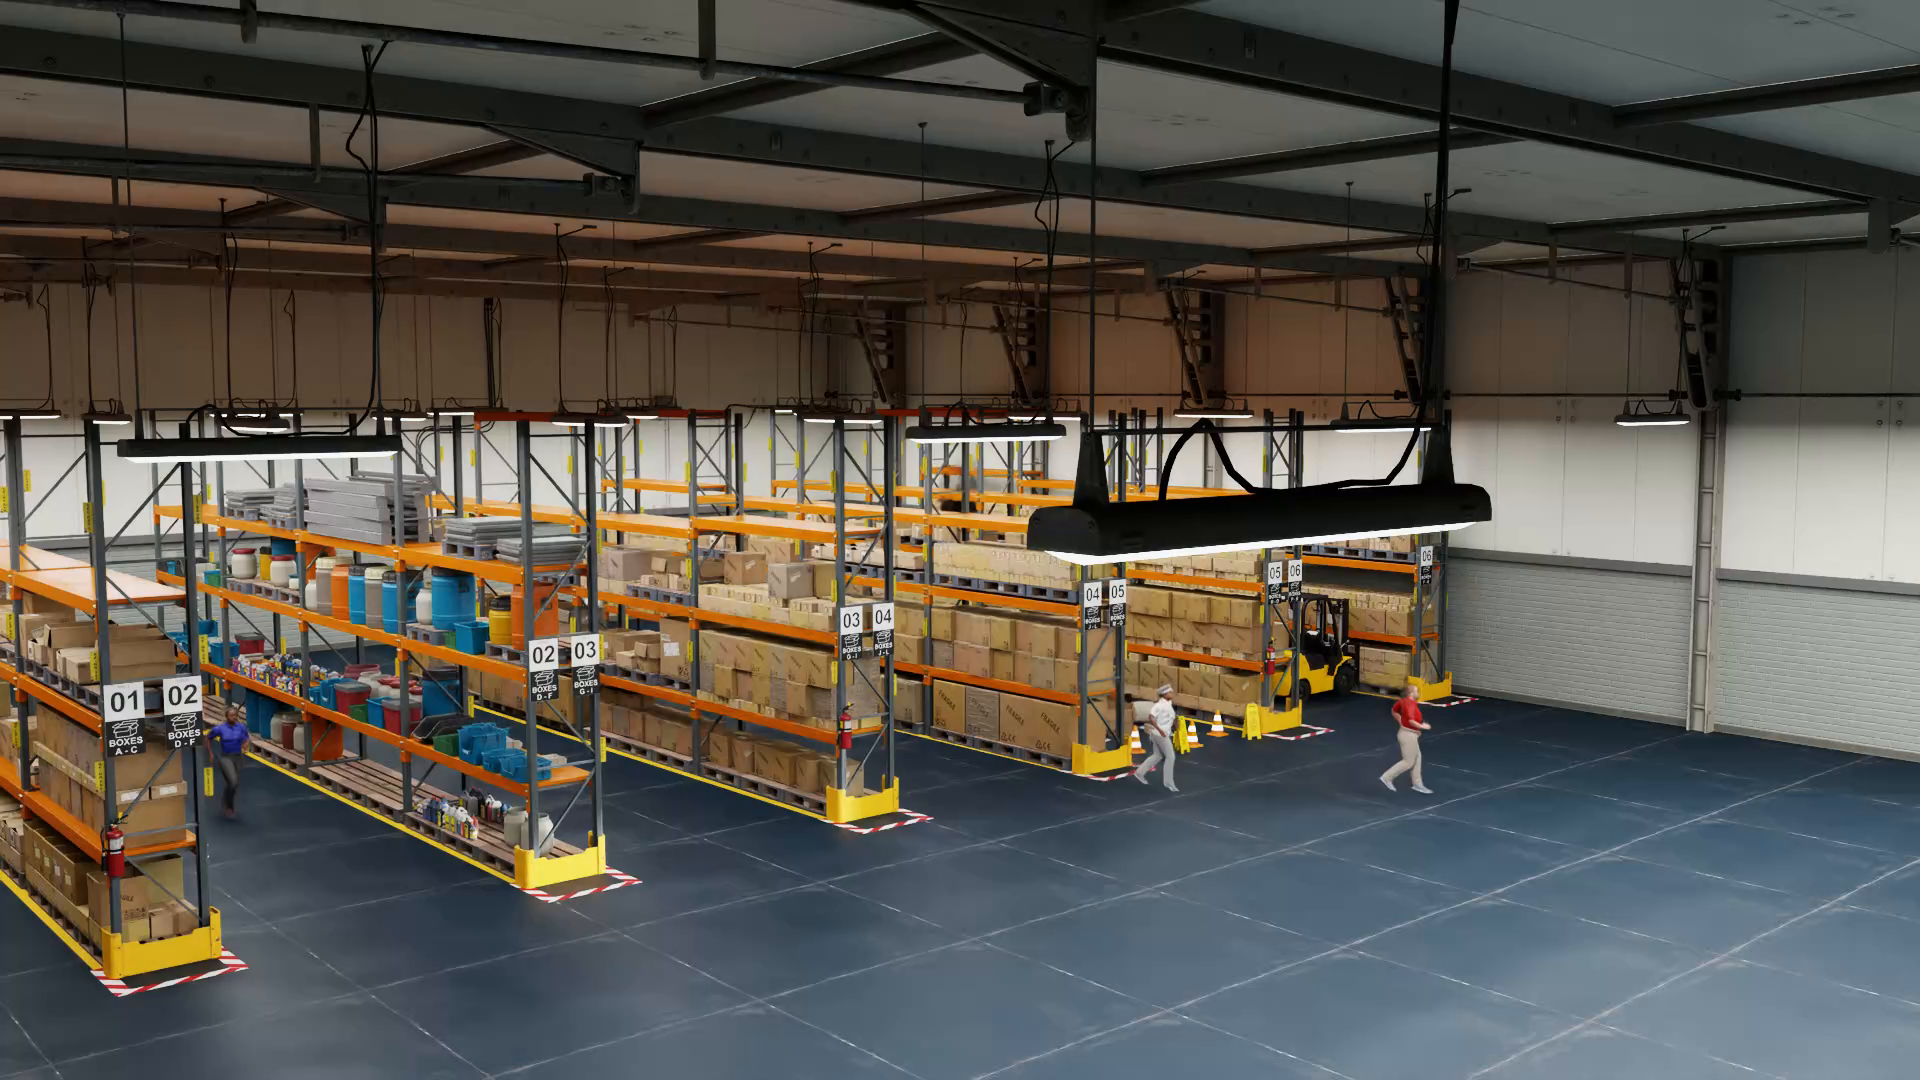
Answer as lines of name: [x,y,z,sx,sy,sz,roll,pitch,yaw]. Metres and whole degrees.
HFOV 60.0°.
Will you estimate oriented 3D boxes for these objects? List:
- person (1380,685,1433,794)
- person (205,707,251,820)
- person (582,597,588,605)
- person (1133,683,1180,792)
person: [7.084,3.161,26.365,0.867,1.752,0.685,0,5,2]
person: [-10.884,3.335,24.828,0.801,1.690,0.536,4,6,38]
person: [-9.229,1.889,40.951,0.815,1.692,0.792,-2,5,-23]
person: [3.170,3.156,26.693,0.764,1.755,0.576,1,5,13]
